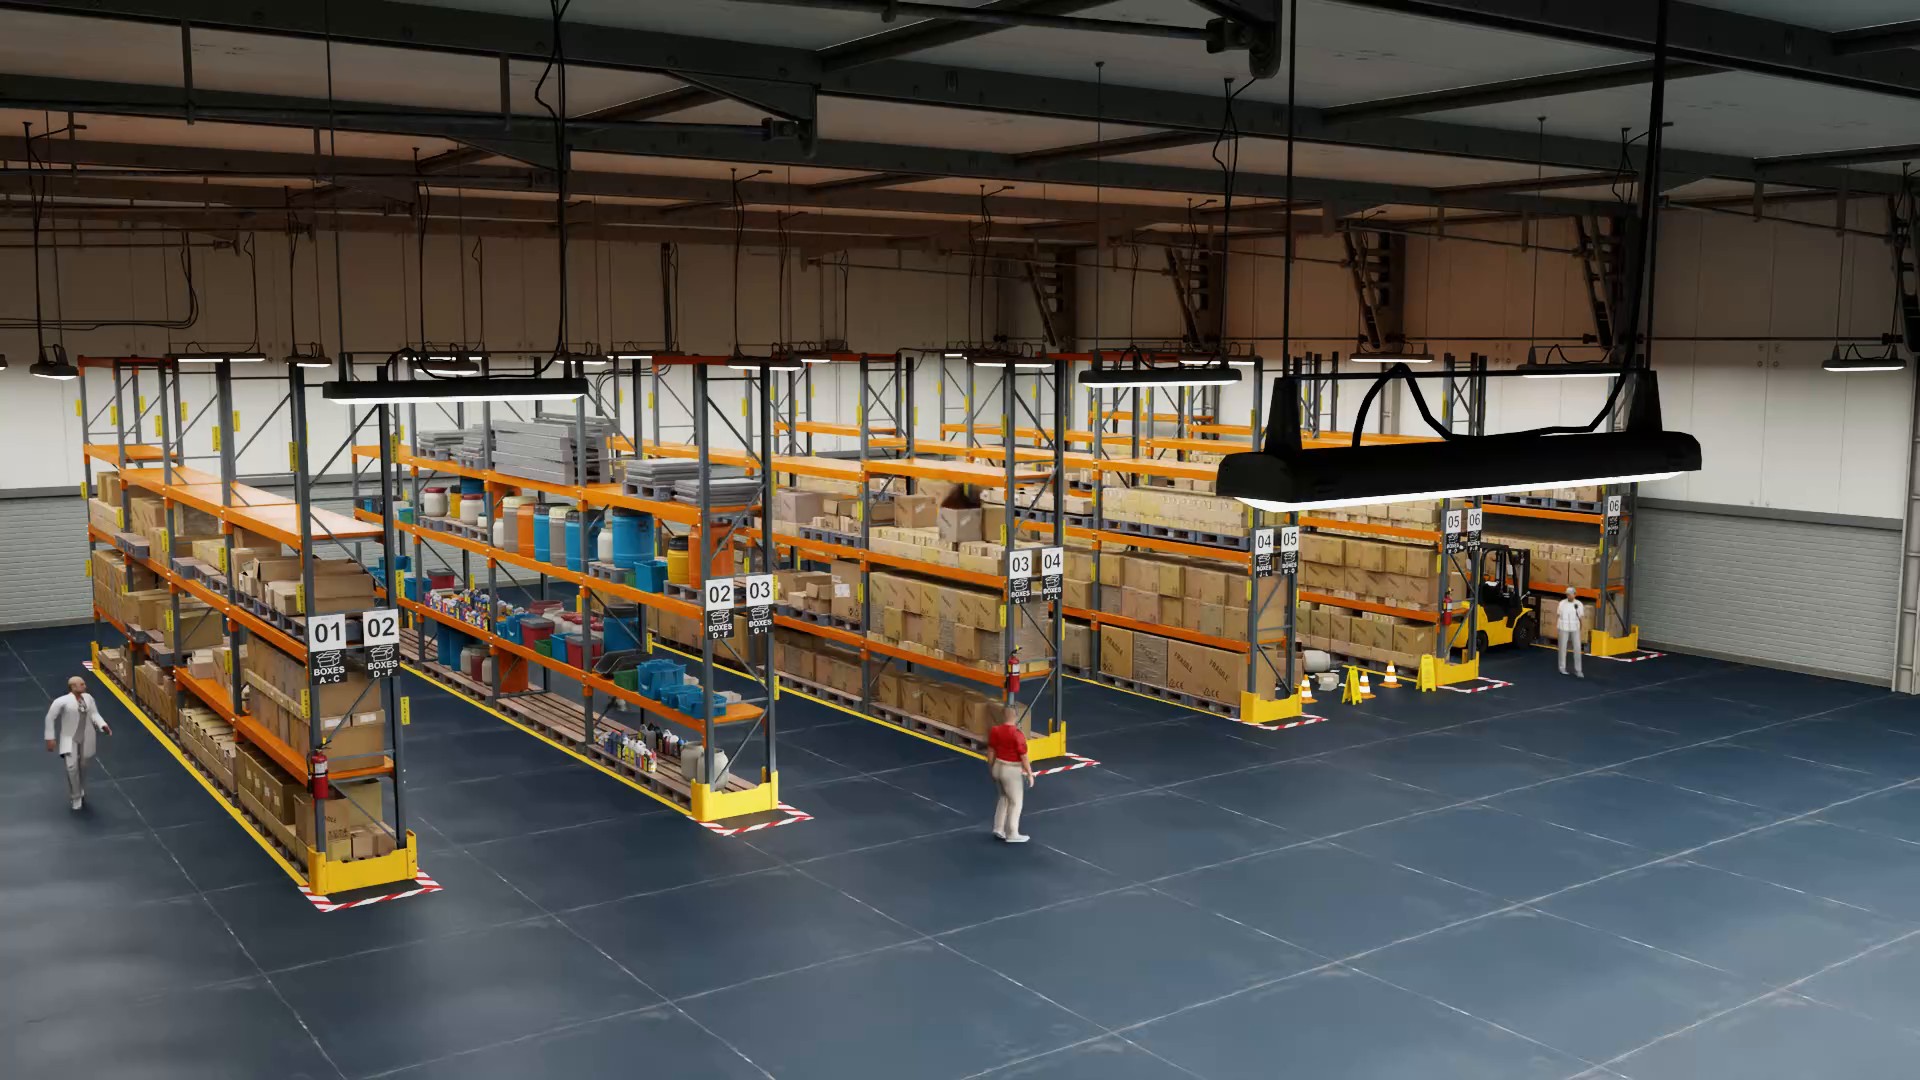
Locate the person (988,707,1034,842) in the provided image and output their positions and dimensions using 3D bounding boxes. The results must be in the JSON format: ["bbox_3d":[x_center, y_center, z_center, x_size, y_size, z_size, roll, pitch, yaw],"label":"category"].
[{"bbox_3d":[0.640,2.975,20.983,0.422,1.784,0.592,-5,9,-36],"label":"person"}]

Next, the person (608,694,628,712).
[{"bbox_3d":[-5.859,2.040,28.590,0.695,1.809,0.877,-5,9,-37],"label":"person"}]

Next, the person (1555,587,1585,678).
[{"bbox_3d":[11.492,1.724,31.310,0.522,1.675,0.540,1,7,11],"label":"person"}]

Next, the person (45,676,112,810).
[{"bbox_3d":[-12.074,2.784,22.746,0.787,1.763,0.931,-5,9,-36],"label":"person"}]
